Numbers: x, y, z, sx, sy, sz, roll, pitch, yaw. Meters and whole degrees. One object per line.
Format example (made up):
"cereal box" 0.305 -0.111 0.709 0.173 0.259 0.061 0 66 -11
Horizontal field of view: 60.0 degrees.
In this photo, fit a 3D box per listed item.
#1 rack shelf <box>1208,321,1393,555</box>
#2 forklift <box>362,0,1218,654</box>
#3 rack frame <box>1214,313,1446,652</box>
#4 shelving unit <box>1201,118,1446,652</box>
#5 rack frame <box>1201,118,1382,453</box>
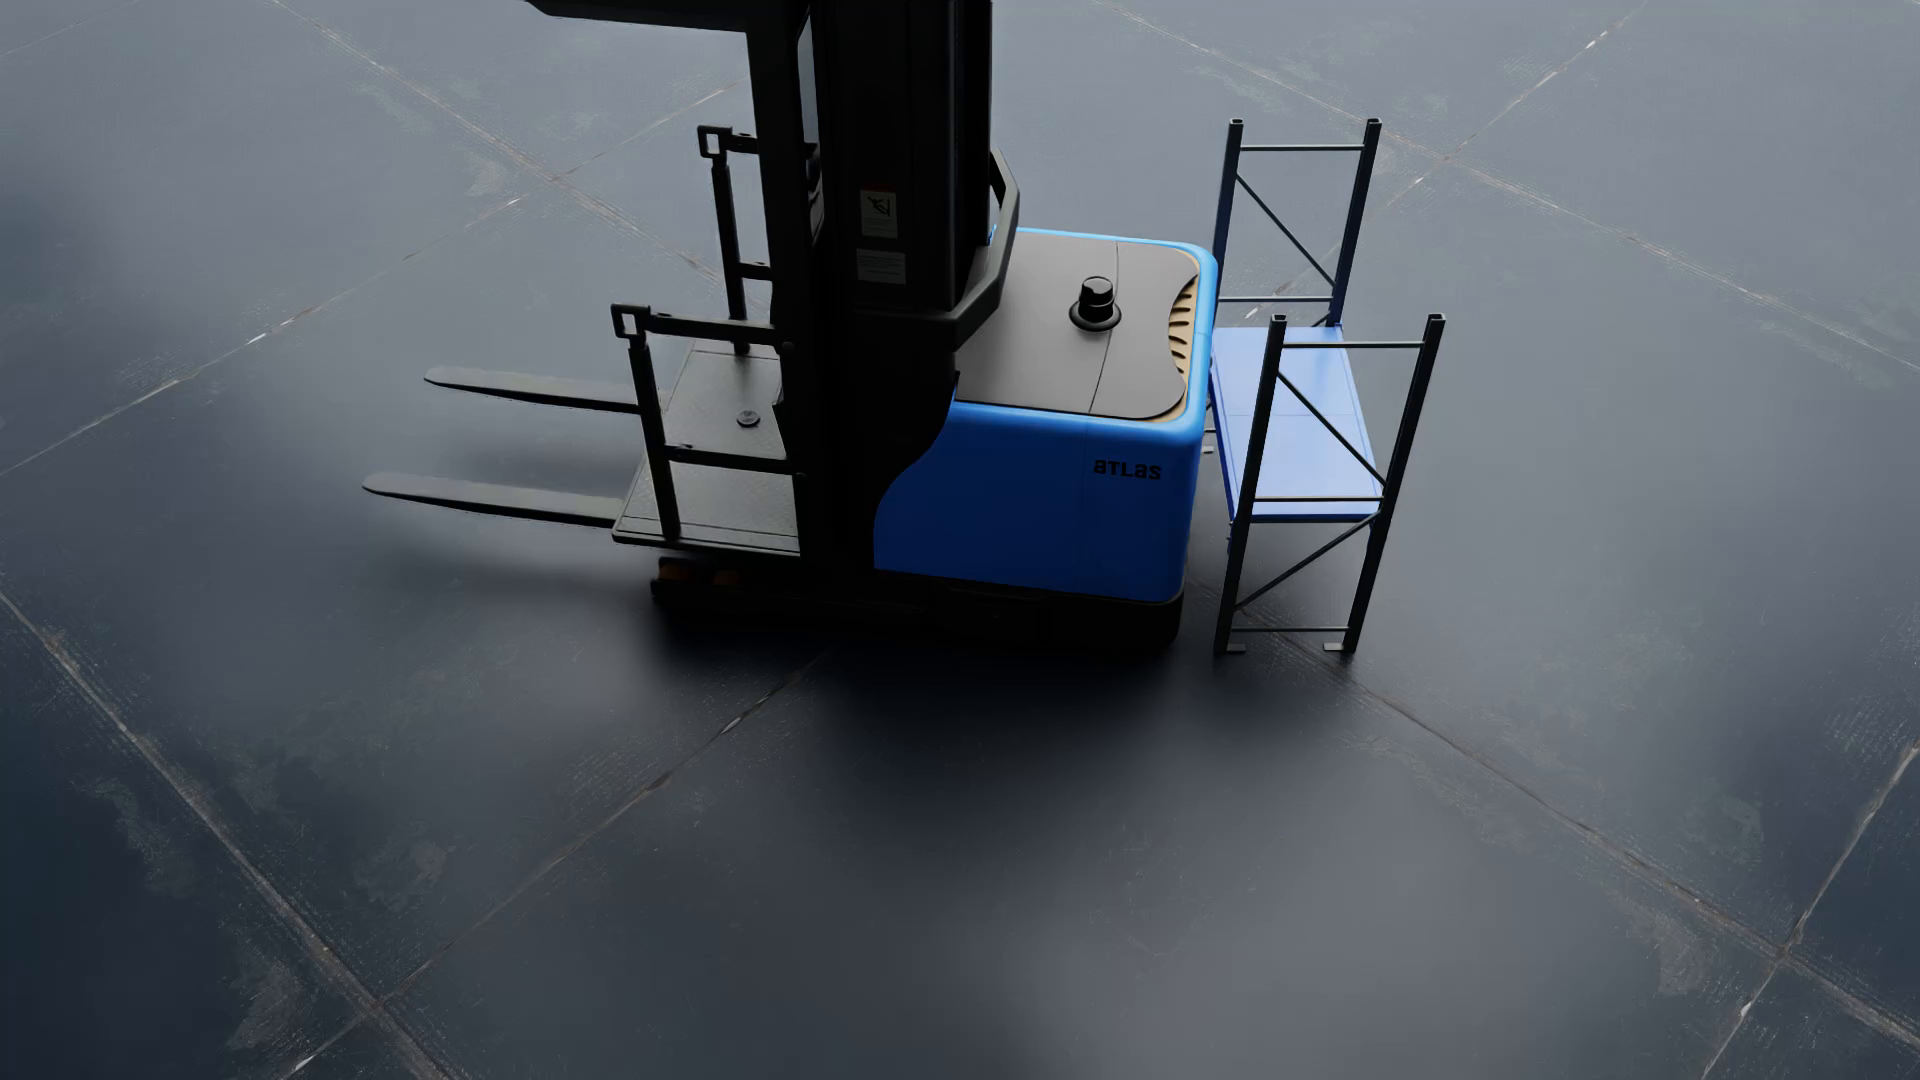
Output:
"rack shelf" 1.146 -0.377 5.822 0.538 0.185 1.000 0 47 0
"forklift" -0.661 -1.111 5.283 3.031 2.935 1.130 7 47 6
"rack frame" 1.149 -0.130 5.343 0.500 1.500 0.032 0 47 0
"shelving unit" 1.146 -0.500 5.691 0.538 1.500 1.048 0 47 0
"rack frame" 1.142 -0.871 6.039 0.500 1.500 0.032 0 47 0
